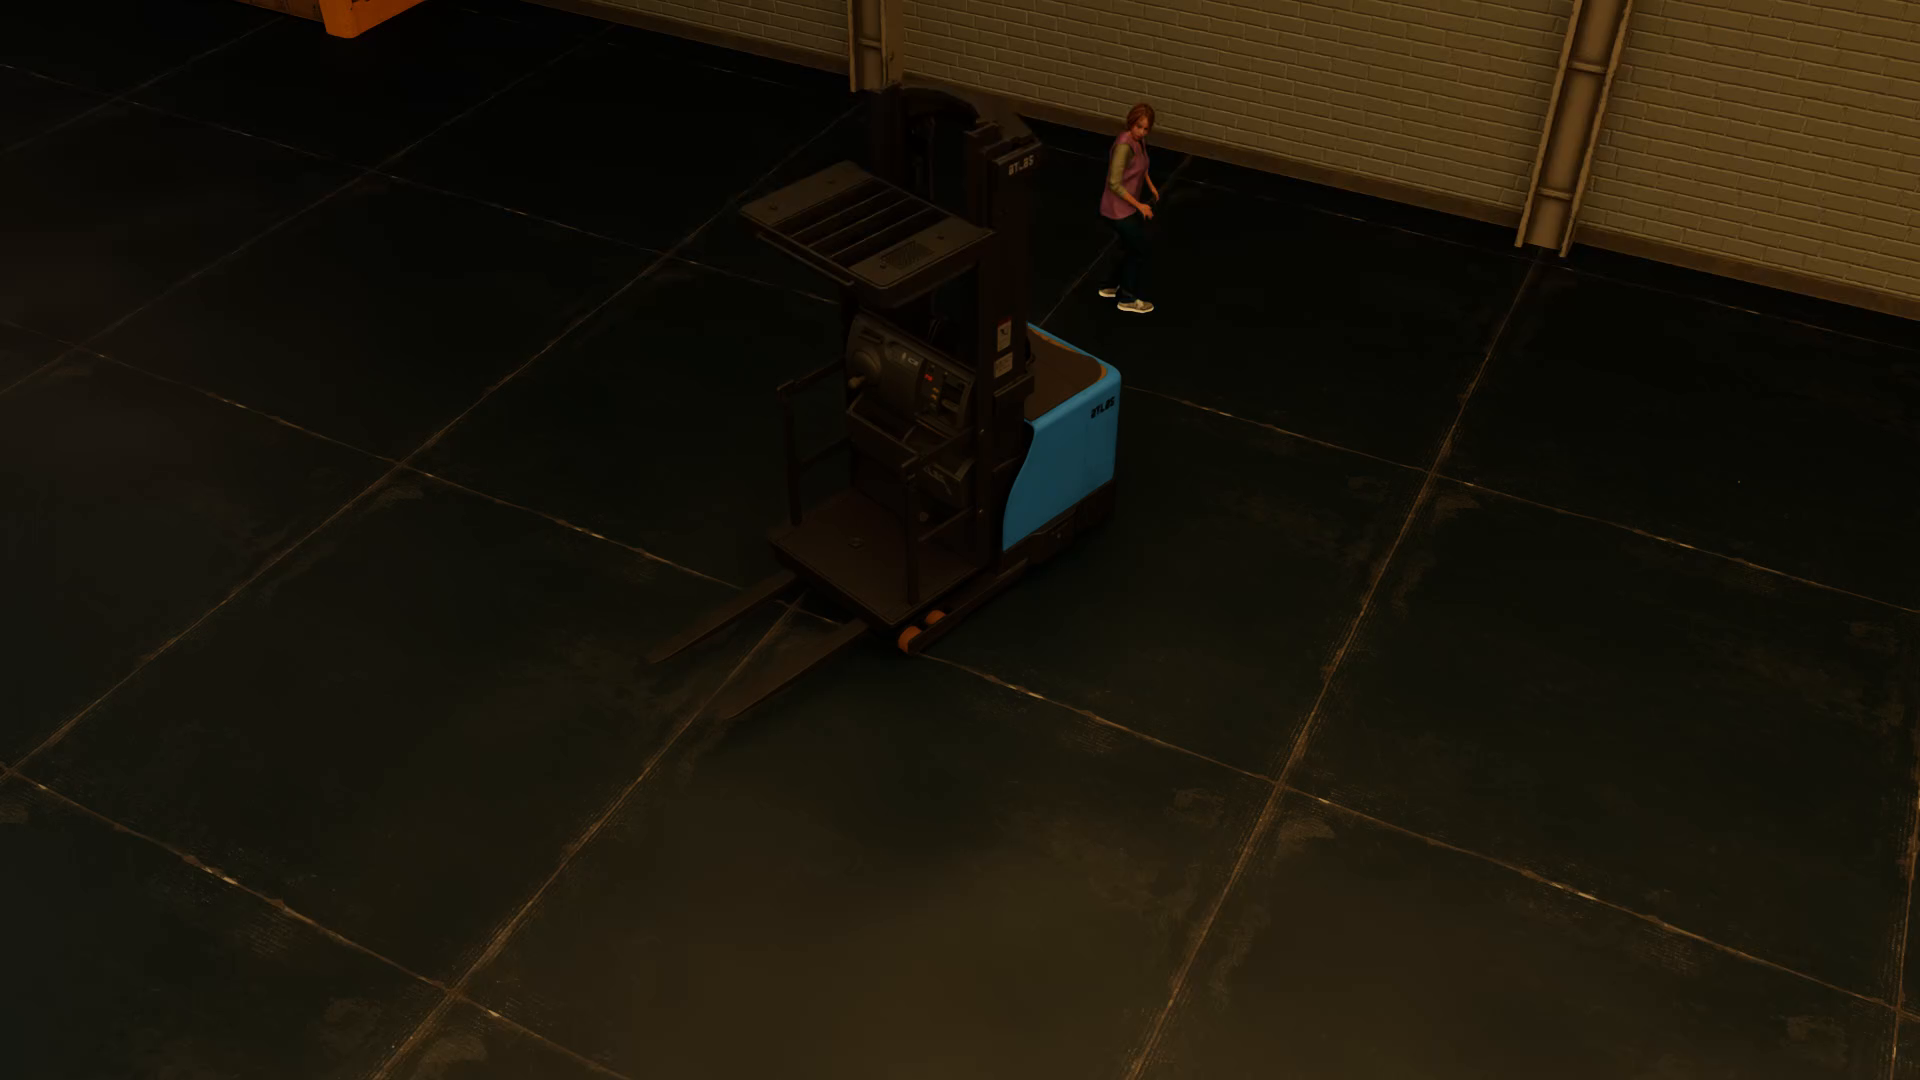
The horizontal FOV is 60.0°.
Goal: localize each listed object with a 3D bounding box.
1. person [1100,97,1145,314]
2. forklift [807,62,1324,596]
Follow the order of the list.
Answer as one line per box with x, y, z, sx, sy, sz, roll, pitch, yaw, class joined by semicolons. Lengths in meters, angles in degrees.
1.183;-2.404;11.875;0.330;1.602;0.410;9;41;10;person
0.646;-1.132;9.330;3.031;2.935;1.130;0;40;0;forklift
